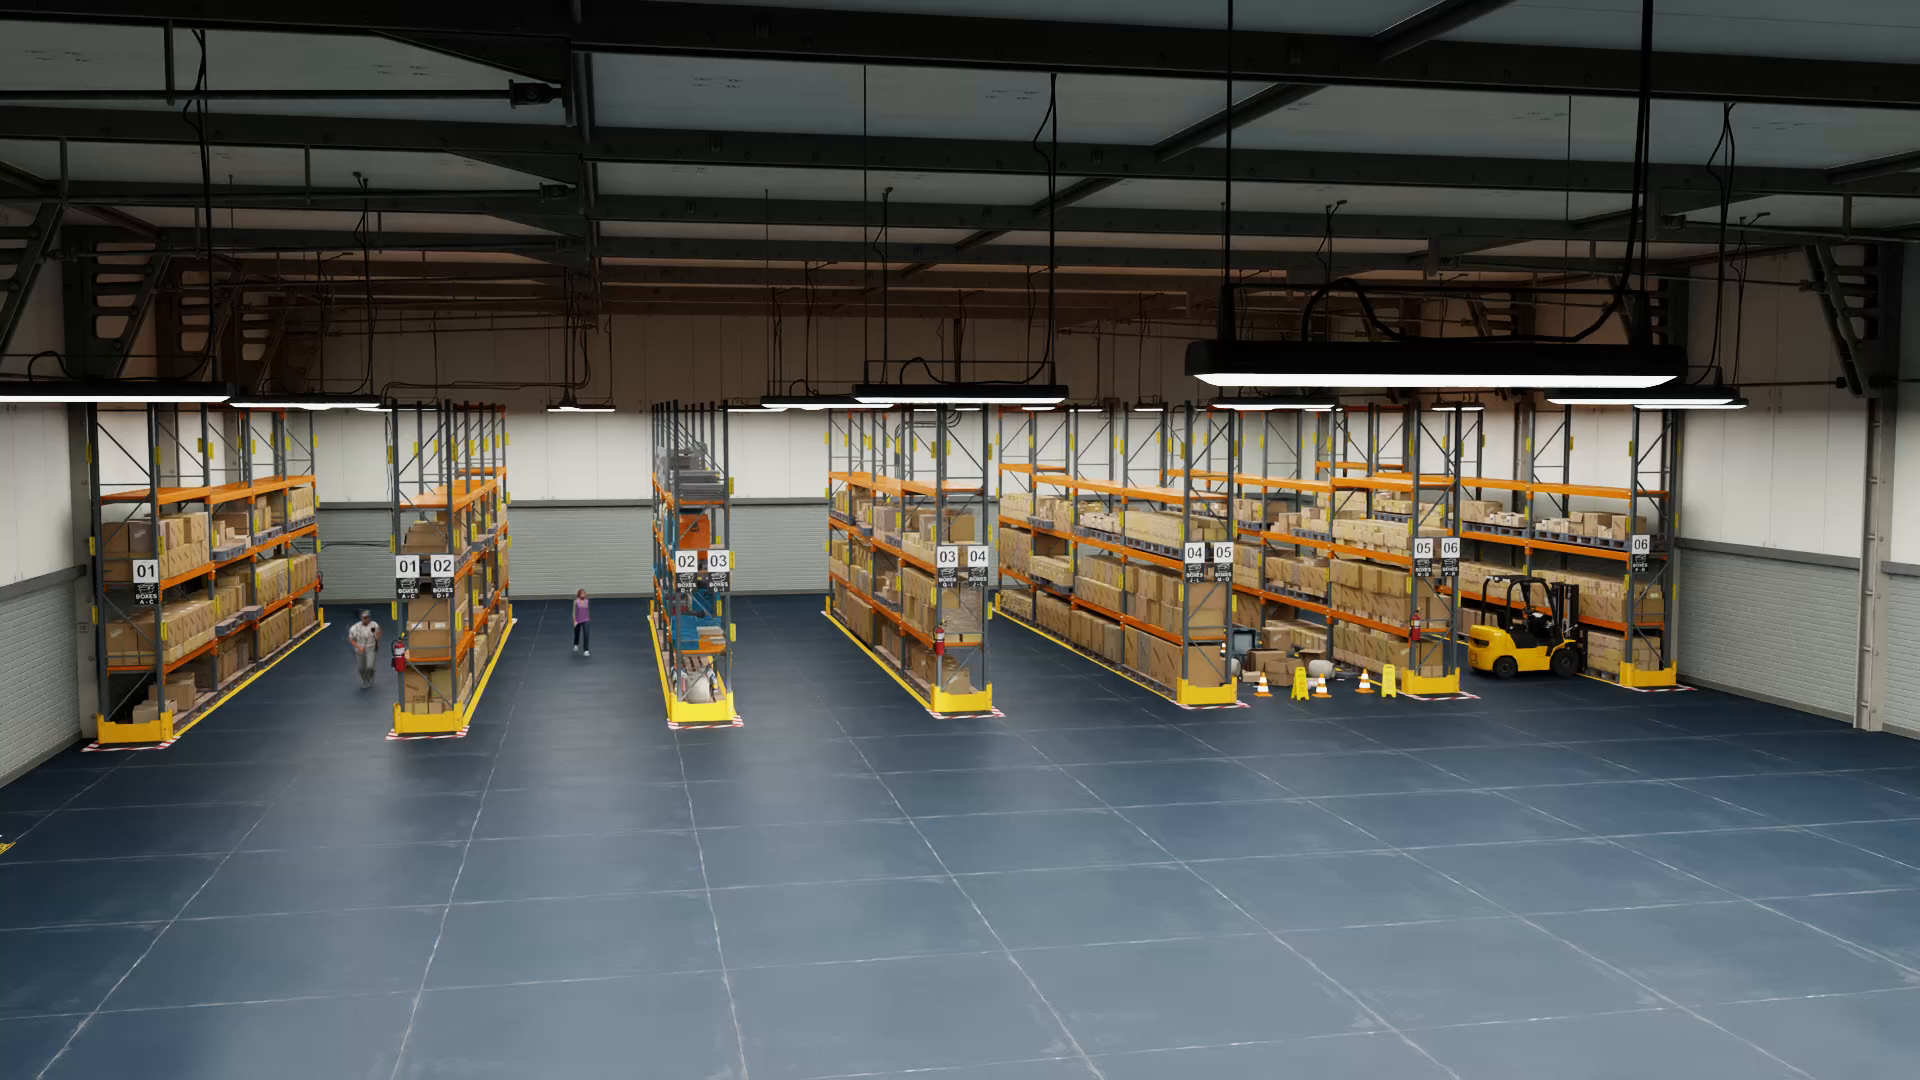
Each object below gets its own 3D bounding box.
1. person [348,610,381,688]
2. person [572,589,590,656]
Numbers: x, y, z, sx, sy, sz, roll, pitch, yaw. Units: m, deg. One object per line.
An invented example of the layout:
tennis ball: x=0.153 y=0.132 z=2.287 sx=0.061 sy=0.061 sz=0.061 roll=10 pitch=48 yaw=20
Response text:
person: x=-12.393 y=2.273 z=34.652 sx=0.625 sy=1.677 sz=0.707 roll=-1 pitch=4 yaw=-14
person: x=-9.039 y=1.940 z=39.648 sx=0.408 sy=1.552 sz=0.888 roll=-2 pitch=5 yaw=-20
